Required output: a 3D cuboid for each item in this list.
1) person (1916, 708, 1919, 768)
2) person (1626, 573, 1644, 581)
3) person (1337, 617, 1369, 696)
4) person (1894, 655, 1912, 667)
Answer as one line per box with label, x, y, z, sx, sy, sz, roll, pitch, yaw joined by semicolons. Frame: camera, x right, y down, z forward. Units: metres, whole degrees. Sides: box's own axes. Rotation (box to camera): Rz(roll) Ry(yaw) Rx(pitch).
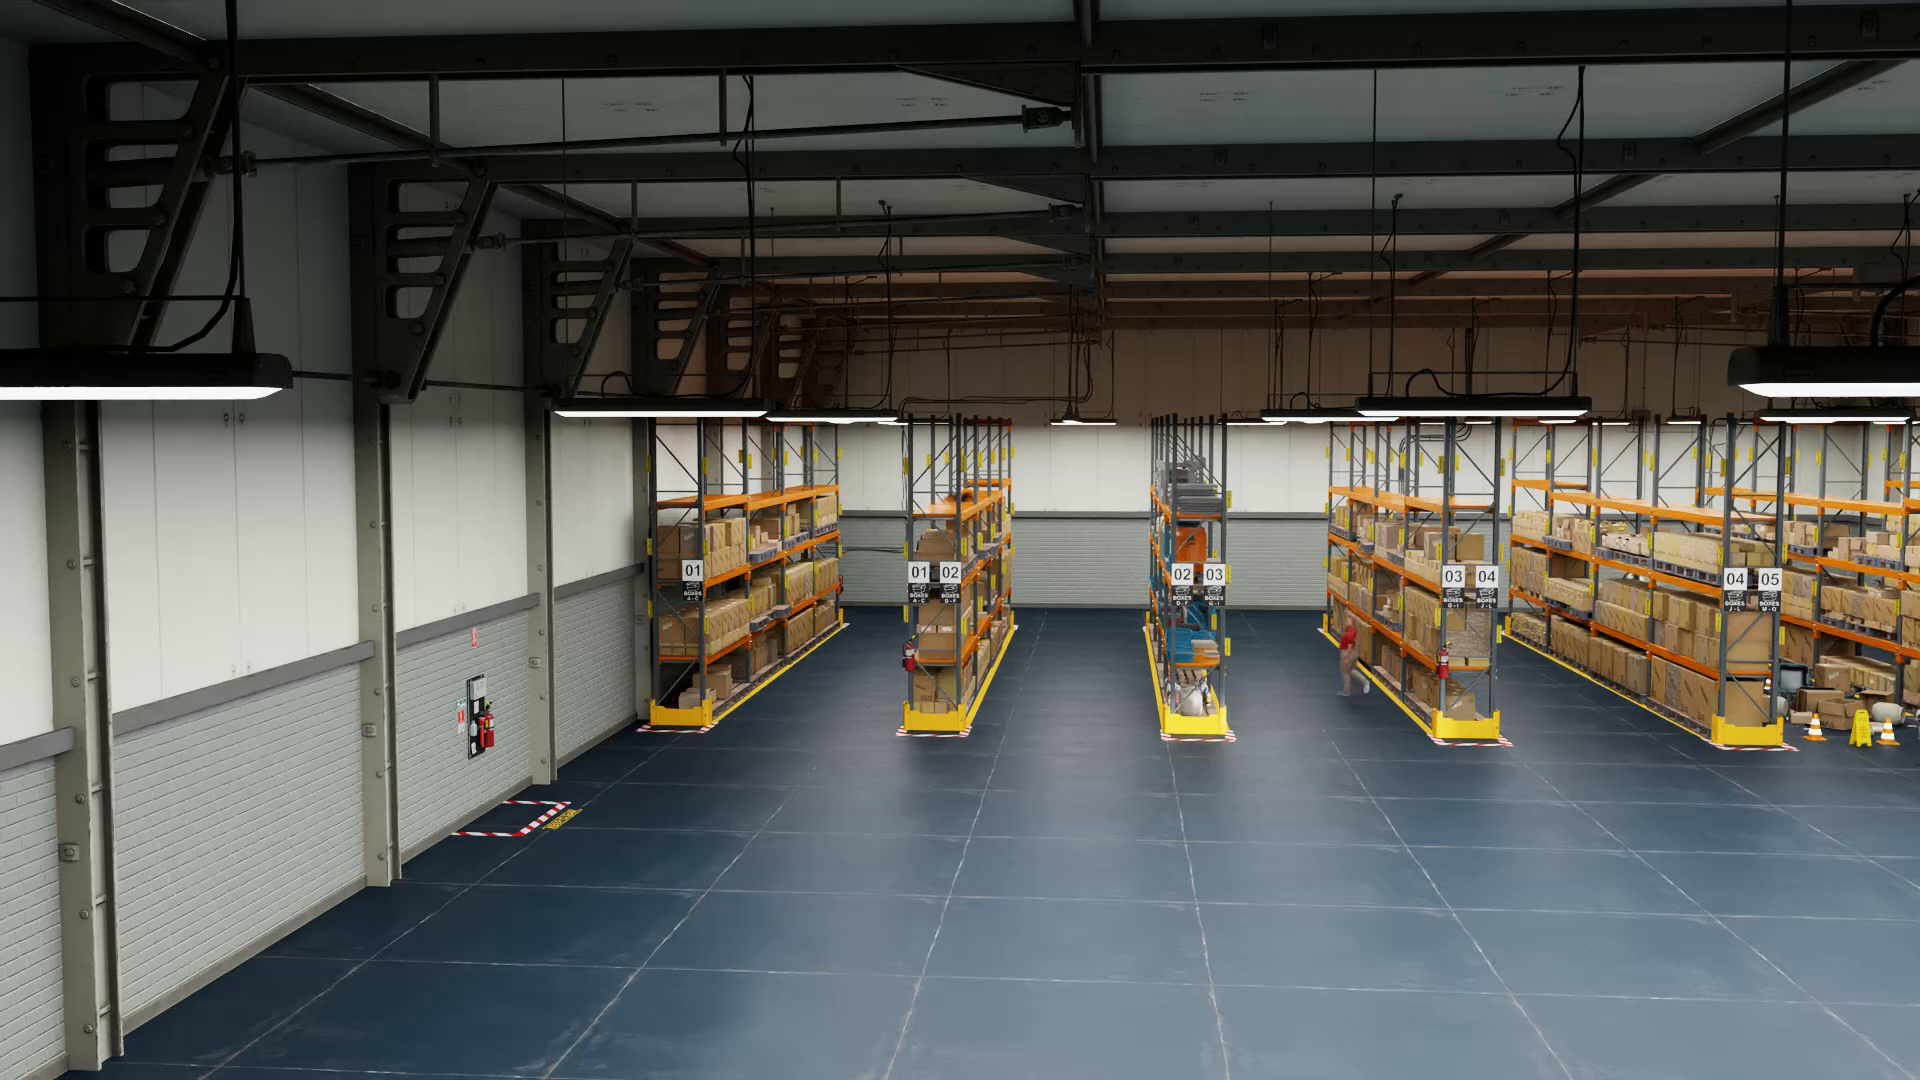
person;16.326;2.970;27.822;0.442;1.807;0.683;-2;4;-29
person;19.656;1.552;48.557;0.523;1.773;0.596;-1;4;-15
person;8.335;2.482;35.361;0.722;1.708;0.530;3;5;36
person;22.621;2.231;39.827;0.406;1.651;0.481;2;4;27
